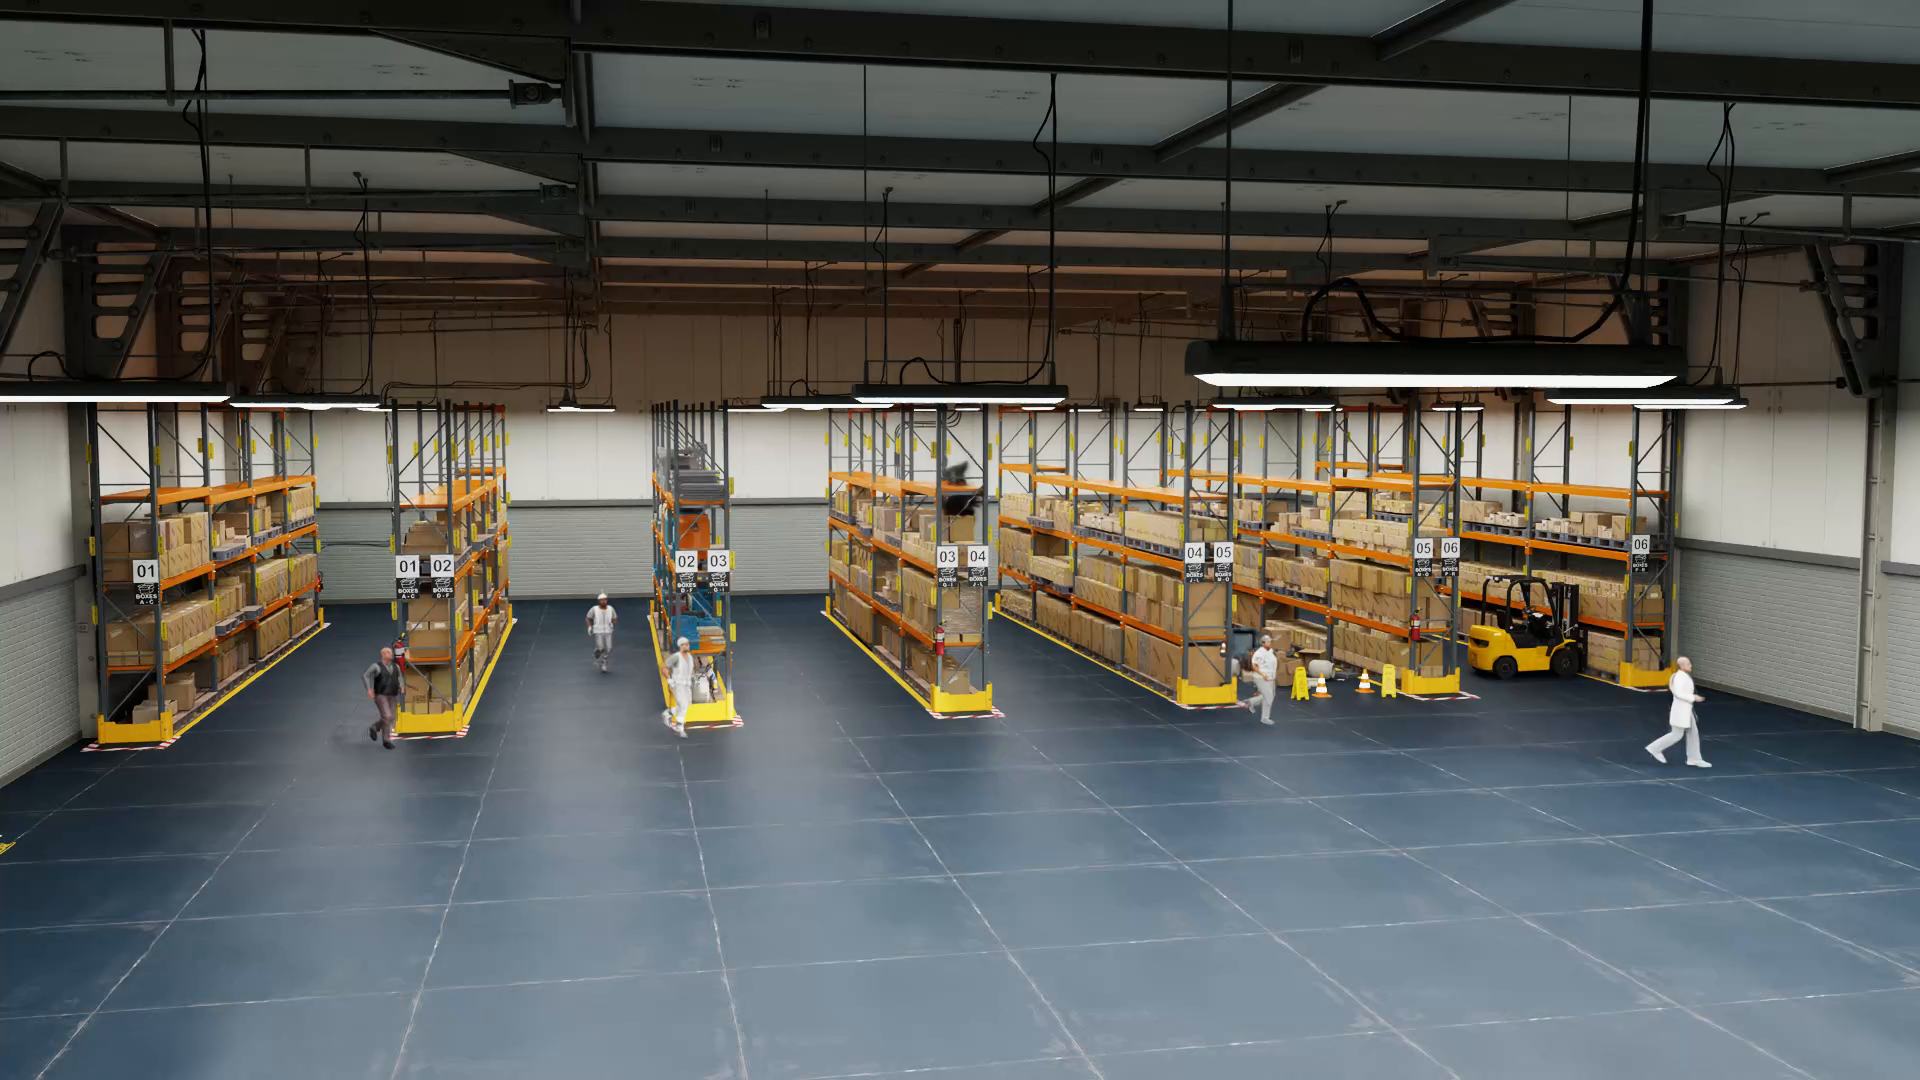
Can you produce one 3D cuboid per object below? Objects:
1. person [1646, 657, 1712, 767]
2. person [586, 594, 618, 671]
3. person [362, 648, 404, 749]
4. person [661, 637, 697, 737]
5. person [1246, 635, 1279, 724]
[{"bbox_3d":[11.685,2.773,26.966,0.984,1.763,0.719,3,5,31],"label":"person"},{"bbox_3d":[-7.918,2.067,36.925,0.677,1.734,0.584,-2,5,-26],"label":"person"},{"bbox_3d":[-9.921,2.721,28.779,0.766,1.701,0.702,3,5,38],"label":"person"},{"bbox_3d":[-5.041,2.625,29.857,0.744,1.756,0.720,3,5,34],"label":"person"},{"bbox_3d":[5.604,2.588,30.995,0.661,1.647,0.608,4,6,44],"label":"person"}]
